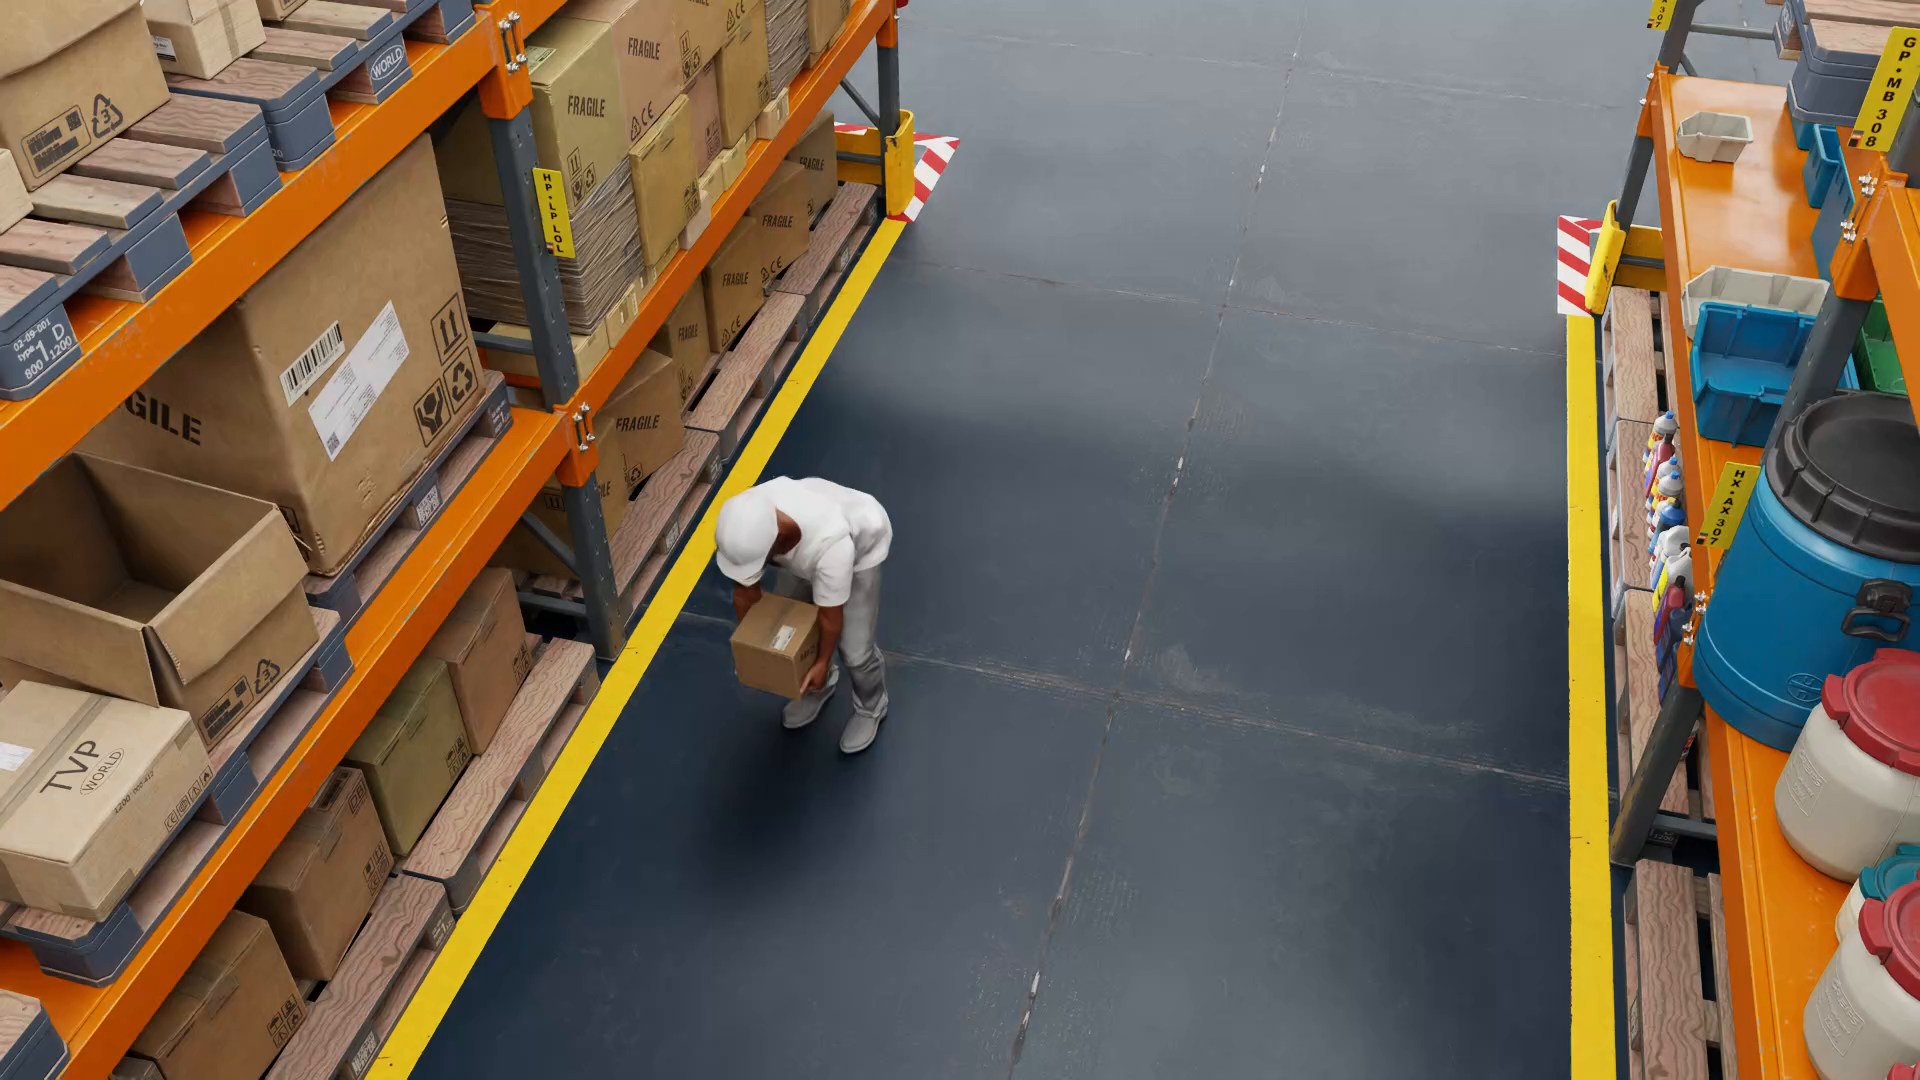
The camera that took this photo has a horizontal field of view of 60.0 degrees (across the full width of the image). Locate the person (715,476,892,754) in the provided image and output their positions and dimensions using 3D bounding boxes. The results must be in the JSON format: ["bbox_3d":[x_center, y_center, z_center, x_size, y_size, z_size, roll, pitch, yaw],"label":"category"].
[{"bbox_3d":[-0.564,0.258,6.051,0.476,1.489,0.843,19,44,20],"label":"person"}]
